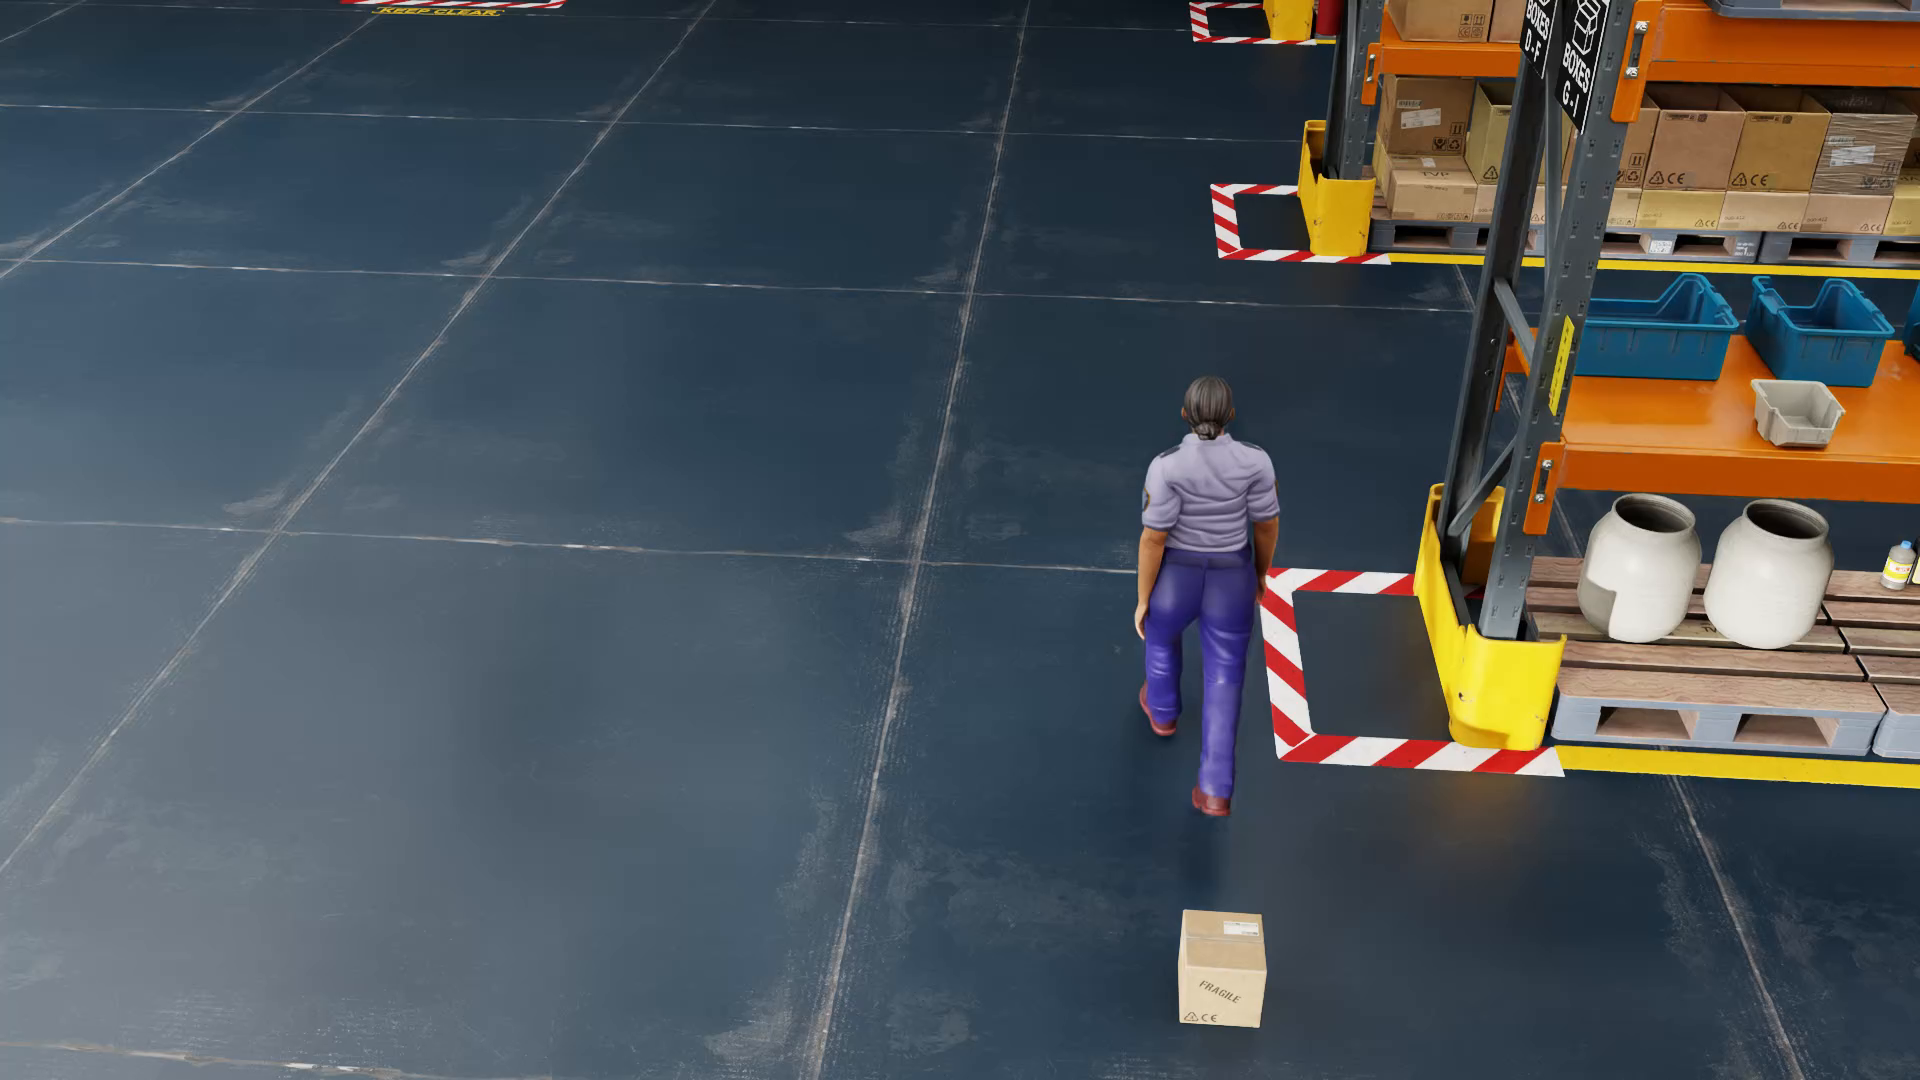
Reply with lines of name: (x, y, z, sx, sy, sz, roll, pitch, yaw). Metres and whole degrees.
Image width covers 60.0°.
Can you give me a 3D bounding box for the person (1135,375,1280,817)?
person: (0.864, 0.182, 5.865, 0.489, 1.598, 0.957, 1, 32, 2)
